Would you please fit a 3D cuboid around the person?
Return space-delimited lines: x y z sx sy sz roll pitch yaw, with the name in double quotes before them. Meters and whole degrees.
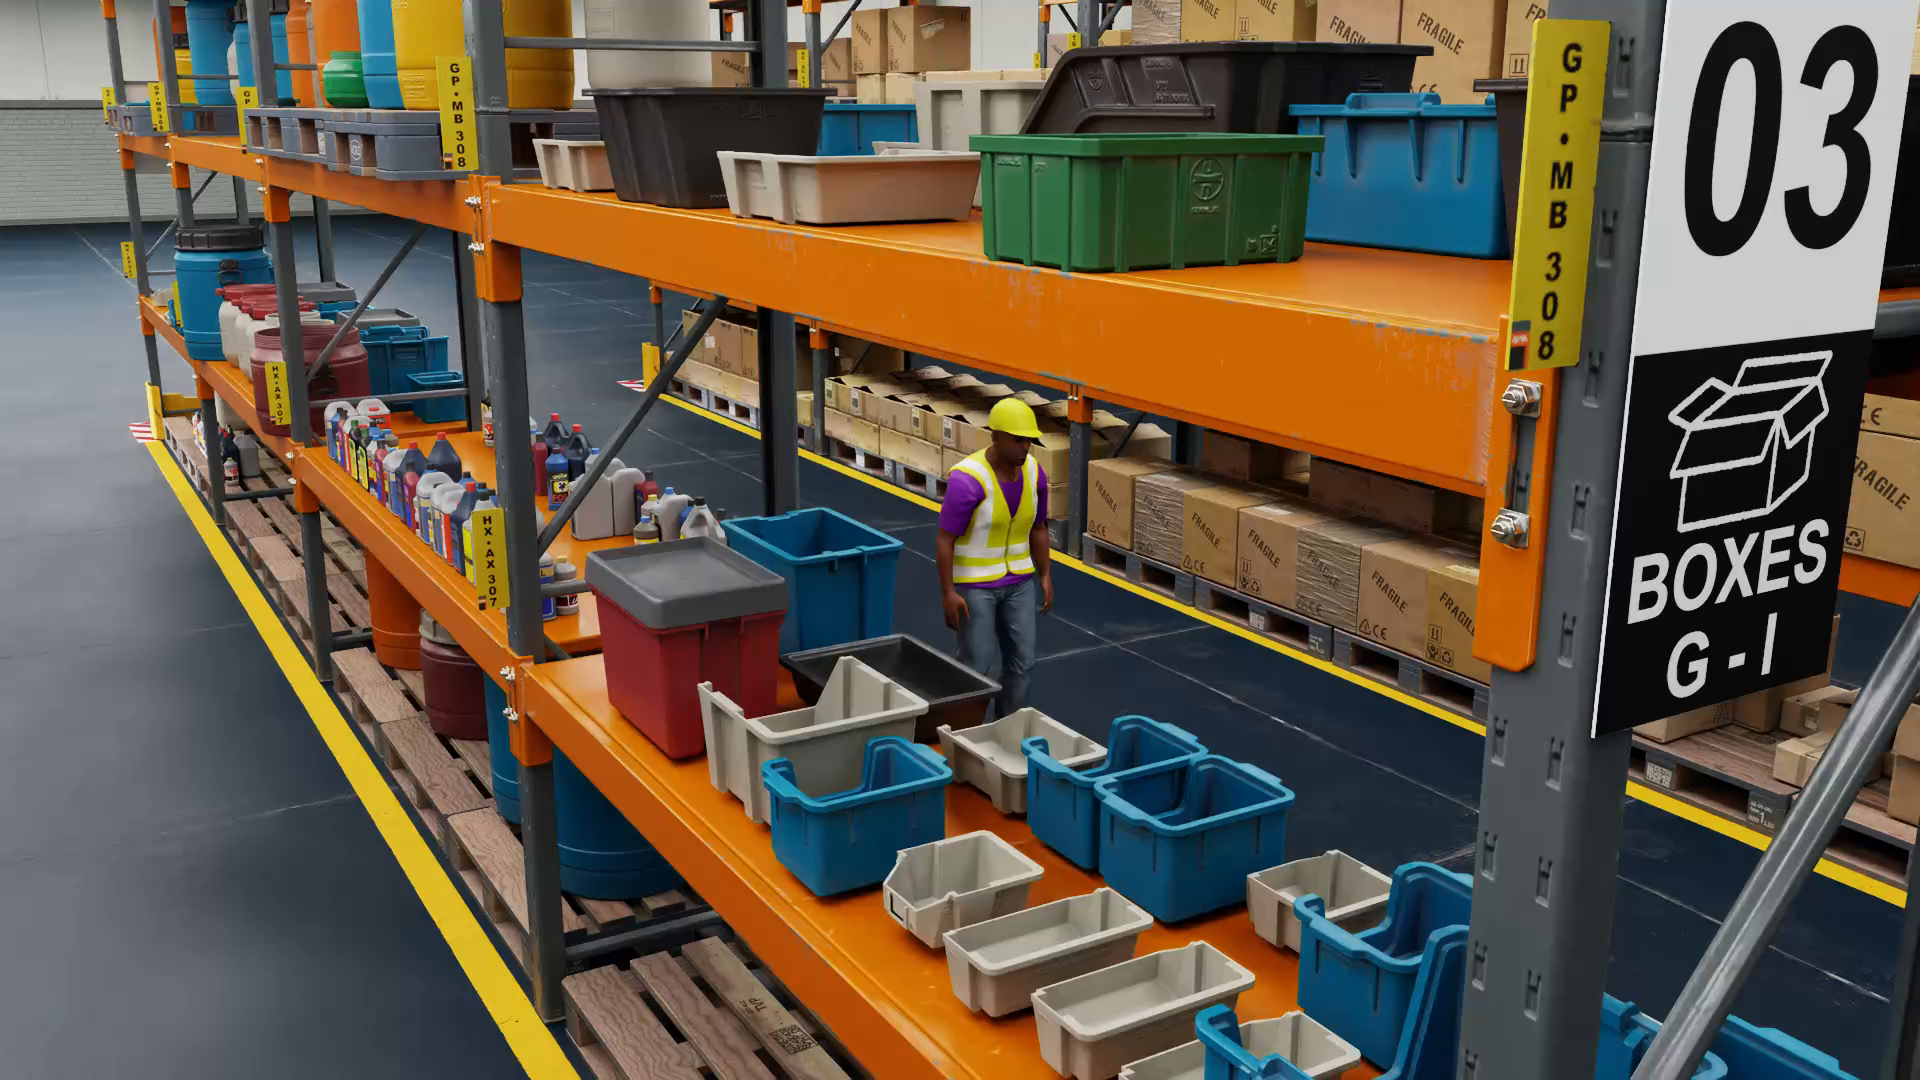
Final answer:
"person" 0.176 0.210 7.682 0.632 1.759 0.462 -10 18 -33
